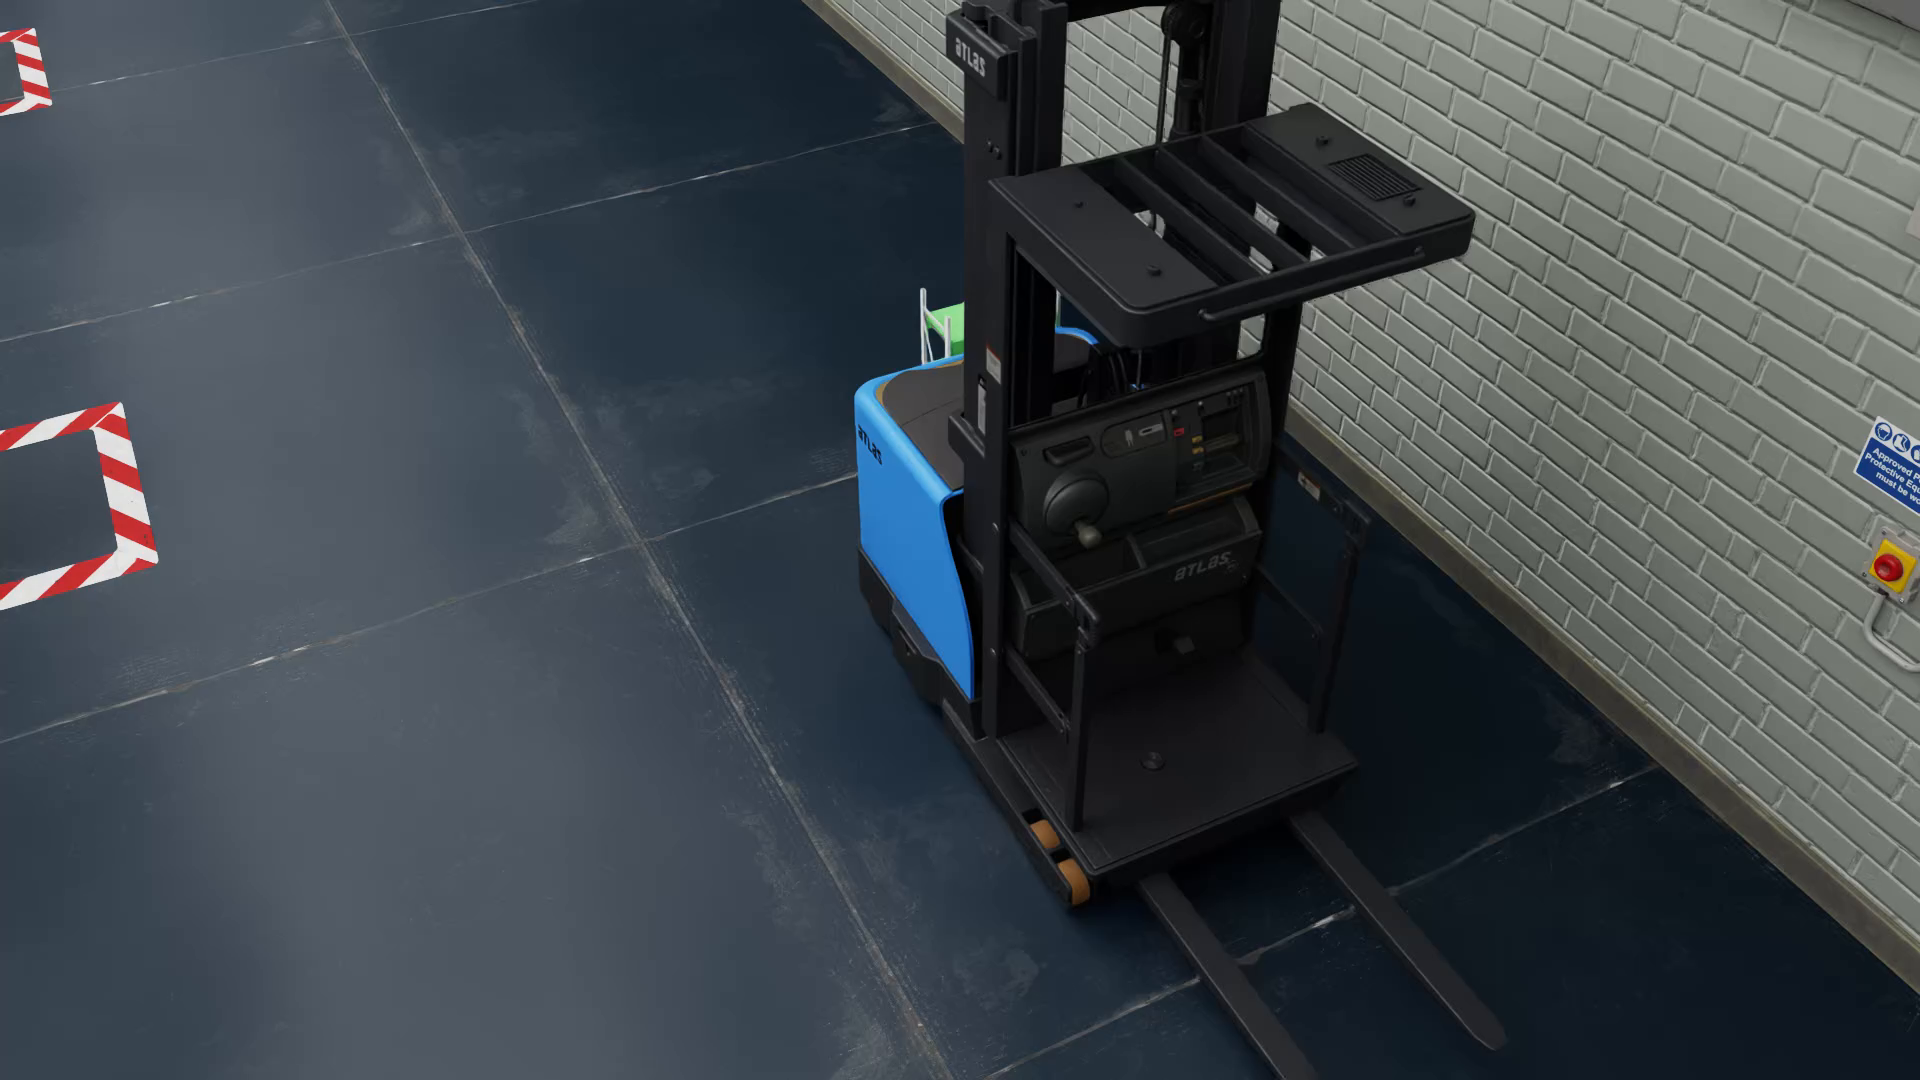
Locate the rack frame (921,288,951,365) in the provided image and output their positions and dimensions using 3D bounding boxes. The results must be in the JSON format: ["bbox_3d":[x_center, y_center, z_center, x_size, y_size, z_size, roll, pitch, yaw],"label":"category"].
[{"bbox_3d":[-0.095,-0.468,6.874,0.015,1.200,0.240,-18,43,-20],"label":"rack frame"}]

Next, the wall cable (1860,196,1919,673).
[{"bbox_3d":[2.800,-0.449,4.648,0.123,1.953,0.585,-19,44,-21],"label":"wall cable"}]

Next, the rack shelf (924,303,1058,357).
[{"bbox_3d":[0.122,-0.857,6.689,0.480,0.148,0.258,-18,43,-20],"label":"rack shelf"}]

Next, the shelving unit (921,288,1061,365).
[{"bbox_3d":[0.122,-0.539,6.958,0.503,1.200,0.258,-18,43,-20],"label":"shelving unit"}]

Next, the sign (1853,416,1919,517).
[{"bbox_3d":[2.832,-0.198,4.953,0.001,0.218,0.327,-19,44,-21],"label":"sign"}]

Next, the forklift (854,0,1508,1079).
[{"bbox_3d":[0.698,-0.184,5.199,1.130,2.935,3.031,-18,43,-20],"label":"forklift"}]

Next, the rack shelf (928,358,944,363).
[{"bbox_3d":[0.122,-0.673,6.844,0.480,0.148,0.258,-18,43,-20],"label":"rack shelf"}]

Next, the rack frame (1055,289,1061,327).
[{"bbox_3d":[0.340,-0.610,7.042,0.015,1.200,0.240,-18,43,-20],"label":"rack frame"}]
